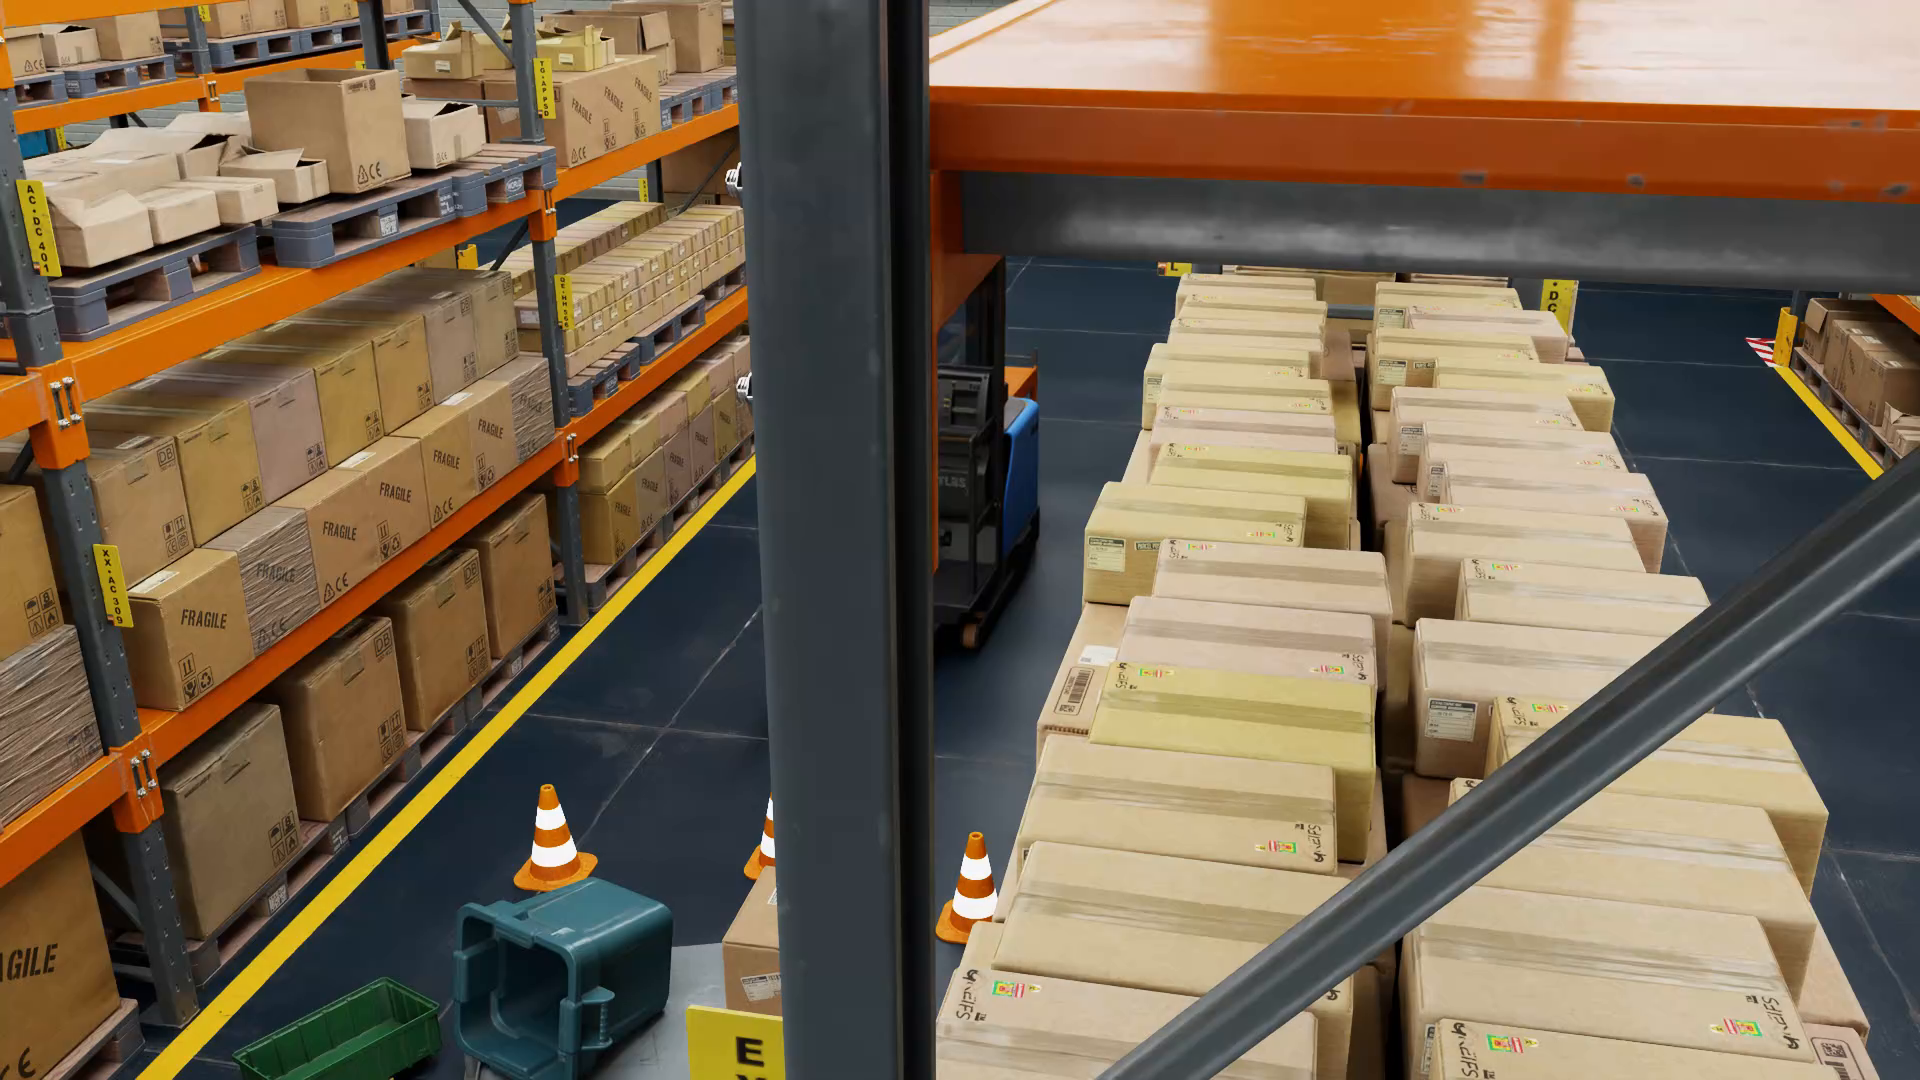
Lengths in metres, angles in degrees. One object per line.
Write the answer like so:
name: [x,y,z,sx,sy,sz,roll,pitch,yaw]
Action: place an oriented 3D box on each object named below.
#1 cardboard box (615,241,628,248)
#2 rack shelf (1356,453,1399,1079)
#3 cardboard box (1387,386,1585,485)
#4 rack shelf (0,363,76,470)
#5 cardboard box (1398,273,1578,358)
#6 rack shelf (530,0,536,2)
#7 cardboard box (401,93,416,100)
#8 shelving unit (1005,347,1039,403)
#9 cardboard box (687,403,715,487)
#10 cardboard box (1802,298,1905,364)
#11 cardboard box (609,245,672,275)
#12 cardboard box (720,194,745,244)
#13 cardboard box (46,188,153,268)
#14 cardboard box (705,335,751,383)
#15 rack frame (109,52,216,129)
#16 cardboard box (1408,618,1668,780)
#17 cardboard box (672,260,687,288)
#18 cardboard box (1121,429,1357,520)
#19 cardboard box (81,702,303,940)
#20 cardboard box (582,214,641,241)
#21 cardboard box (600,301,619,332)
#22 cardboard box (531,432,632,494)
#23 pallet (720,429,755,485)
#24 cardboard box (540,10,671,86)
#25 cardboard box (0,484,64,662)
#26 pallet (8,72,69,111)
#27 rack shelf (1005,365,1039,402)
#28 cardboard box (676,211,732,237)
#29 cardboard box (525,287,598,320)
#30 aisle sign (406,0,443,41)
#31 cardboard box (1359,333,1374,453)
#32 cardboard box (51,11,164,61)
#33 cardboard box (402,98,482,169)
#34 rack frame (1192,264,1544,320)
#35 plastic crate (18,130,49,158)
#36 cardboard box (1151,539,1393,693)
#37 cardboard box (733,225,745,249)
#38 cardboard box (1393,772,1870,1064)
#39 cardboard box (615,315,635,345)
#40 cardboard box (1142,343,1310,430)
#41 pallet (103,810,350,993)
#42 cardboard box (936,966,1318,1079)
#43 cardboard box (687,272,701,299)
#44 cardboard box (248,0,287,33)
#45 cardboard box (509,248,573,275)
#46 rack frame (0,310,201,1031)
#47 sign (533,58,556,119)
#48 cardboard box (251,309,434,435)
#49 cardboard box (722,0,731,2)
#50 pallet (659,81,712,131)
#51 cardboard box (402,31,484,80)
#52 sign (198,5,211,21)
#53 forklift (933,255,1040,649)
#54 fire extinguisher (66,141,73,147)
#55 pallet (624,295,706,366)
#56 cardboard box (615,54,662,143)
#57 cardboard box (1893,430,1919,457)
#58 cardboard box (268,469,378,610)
cardboard box: [-2.730,-2.181,12.631,0.380,0.149,0.250,4,22,9]
rack shelf: [0.783,0.581,3.343,1.077,0.370,4.000,4,22,11]
cardboard box: [1.142,-0.222,3.645,0.380,0.149,0.250,4,22,10]
rack shelf: [-4.084,0.241,4.188,1.077,0.370,4.000,4,22,11]
cardboard box: [1.702,-0.792,5.429,0.500,0.250,0.500,4,22,9]
rack shelf: [-2.452,-3.891,10.967,1.077,0.370,4.000,4,22,11]
cardboard box: [-3.223,-2.239,8.806,0.500,0.311,0.500,4,22,11]
shelving unit: [0.199,-0.753,12.216,0.538,1.125,1.048,6,23,14]
cardboard box: [-2.162,-0.729,12.433,0.500,0.500,0.500,4,22,10]
cardboard box: [8.282,-1.924,15.396,0.797,0.503,0.637,4,22,9]
cardboard box: [-2.254,-1.976,11.722,0.380,0.149,0.250,4,22,10]
cardboard box: [-1.696,-2.705,14.023,0.500,0.500,0.500,4,22,10]
cardboard box: [-3.308,-1.205,6.299,0.258,0.266,0.396,4,22,10]
cardboard box: [-1.948,-1.450,13.219,0.500,0.250,0.500,4,22,9]
rack frame: [-6.878,-2.774,14.725,1.000,3.000,0.127,4,22,11]
cardboard box: [0.875,0.247,2.478,0.380,0.149,0.250,4,22,11]
cardboard box: [-2.197,-1.932,12.011,0.380,0.149,0.250,5,22,11]
cardboard box: [0.622,-0.041,3.727,0.500,0.250,0.500,5,22,11]
cardboard box: [-3.637,1.182,7.353,1.050,0.750,0.750,4,22,11]
cardboard box: [-2.680,-2.408,12.795,0.380,0.149,0.250,5,22,11]
cardboard box: [-2.460,-1.471,10.866,0.380,0.149,0.250,4,22,9]
cardboard box: [-2.482,-0.513,10.891,0.500,0.250,0.500,3,22,8]
pallet: [-2.201,-0.780,13.509,1.003,0.211,1.213,4,22,11]
cardboard box: [-2.487,-3.438,11.659,0.797,0.503,0.637,4,22,10]
cardboard box: [-3.785,0.129,5.872,0.875,0.550,0.550,4,22,11]
pallet: [-7.390,-3.263,12.179,1.003,0.211,1.213,6,23,13]
rack shelf: [0.199,-1.024,12.107,0.538,0.278,1.000,6,23,14]
cardboard box: [-1.988,-2.453,12.907,0.380,0.149,0.250,4,22,9]
cardboard box: [-2.523,-1.503,10.547,0.380,0.149,0.250,4,22,9]
aisle sign: [-5.754,-5.446,17.881,0.394,0.787,0.004,4,22,11]
cardboard box: [1.364,-0.370,4.544,0.500,0.250,0.500,4,22,10]
cardboard box: [-6.987,-4.193,13.539,0.700,0.500,0.500,5,22,12]
cardboard box: [-2.779,-2.082,8.416,0.500,0.311,0.500,4,22,11]
rack frame: [1.191,-1.875,4.464,1.000,3.000,0.127,4,22,11]
plastic crate: [-10.796,-4.522,18.938,0.616,0.435,0.499,4,22,11]
cardboard box: [0.517,0.122,2.789,0.380,0.149,0.250,4,22,9]
cardboard box: [-1.931,-2.414,13.209,0.380,0.149,0.250,5,23,13]
cardboard box: [0.850,0.564,2.226,0.500,0.250,0.500,4,22,10]
cardboard box: [-2.408,-1.418,11.133,0.380,0.149,0.250,5,23,13]
cardboard box: [0.640,-0.360,3.985,0.380,0.149,0.250,4,22,11]
pallet: [-3.592,1.573,7.666,1.003,0.211,1.213,4,22,11]
cardboard box: [0.154,0.579,1.653,0.380,0.149,0.250,5,22,11]
cardboard box: [-2.138,-1.897,12.322,0.380,0.149,0.250,3,22,9]
cardboard box: [-6.663,-4.940,15.259,0.700,0.500,0.500,6,23,14]
cardboard box: [-2.942,-1.937,11.625,0.380,0.149,0.250,6,23,14]
rack frame: [-3.676,0.567,6.430,1.000,3.000,0.127,4,22,11]
sign: [-2.318,-2.518,9.278,0.100,0.325,0.005,4,22,11]
cardboard box: [-3.165,-0.870,8.525,0.700,0.500,0.500,4,22,10]
cardboard box: [-2.025,-4.510,14.018,0.380,0.149,0.250,5,23,13]
pallet: [-2.482,-3.066,11.687,1.213,0.211,1.003,4,22,11]
cardboard box: [-3.031,-2.856,9.757,0.396,0.266,0.258,4,22,11]
sign: [-6.345,-4.513,13.916,0.100,0.325,0.005,4,22,11]
forklift: [-0.331,-0.849,10.039,1.130,2.935,3.031,6,23,14]
fire extinguisher: [-10.435,-4.426,19.430,0.296,0.674,0.183,4,22,11]
pallet: [-2.496,-1.534,11.904,1.003,0.211,1.213,4,22,11]
cardboard box: [-2.291,-2.889,10.862,0.500,0.500,0.500,4,22,11]
cardboard box: [7.509,-0.740,12.929,0.380,0.149,0.250,4,22,9]
cardboard box: [-3.098,-0.018,7.750,0.500,0.500,0.500,4,22,11]
